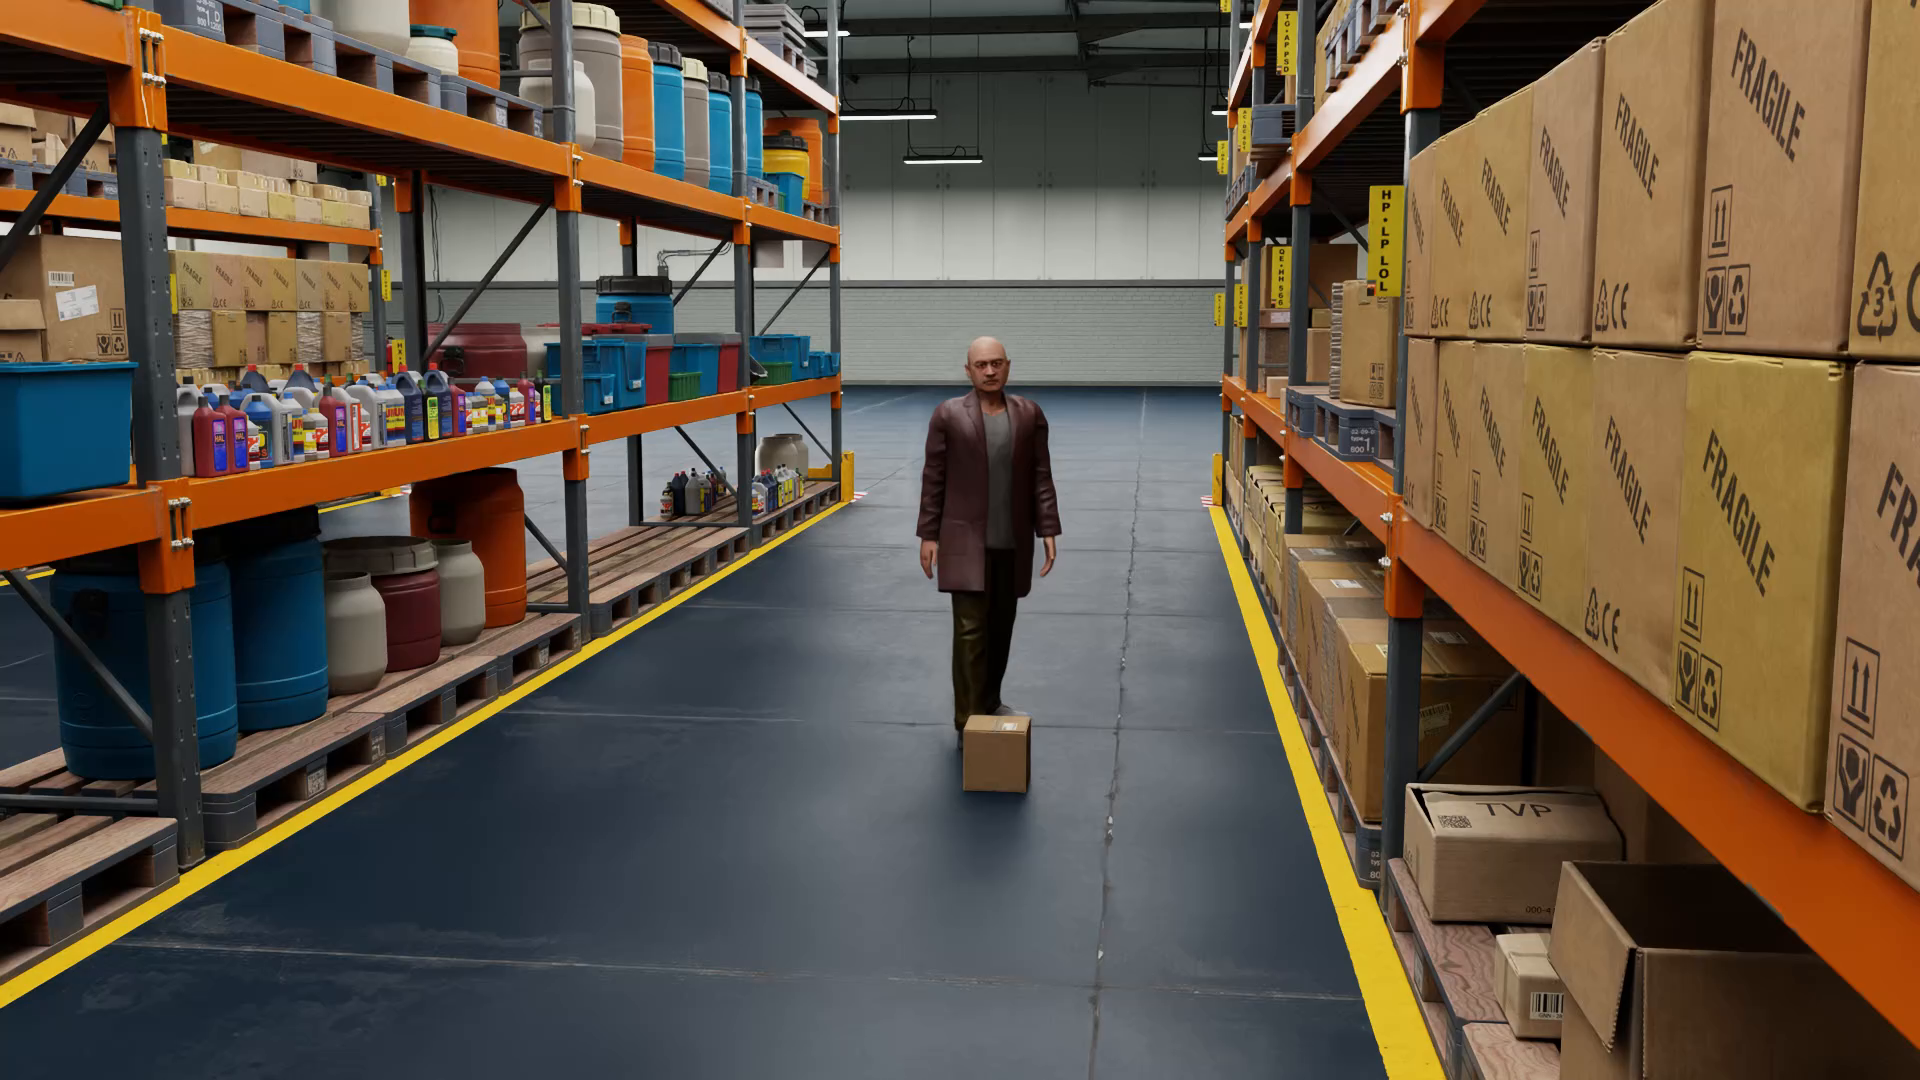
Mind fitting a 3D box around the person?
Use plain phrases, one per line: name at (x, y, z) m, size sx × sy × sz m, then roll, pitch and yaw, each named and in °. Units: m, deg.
person at (0.149, 0.105, 7.235) m, size 0.590 × 1.571 × 0.736 m, roll -3°, pitch 8°, yaw -21°
